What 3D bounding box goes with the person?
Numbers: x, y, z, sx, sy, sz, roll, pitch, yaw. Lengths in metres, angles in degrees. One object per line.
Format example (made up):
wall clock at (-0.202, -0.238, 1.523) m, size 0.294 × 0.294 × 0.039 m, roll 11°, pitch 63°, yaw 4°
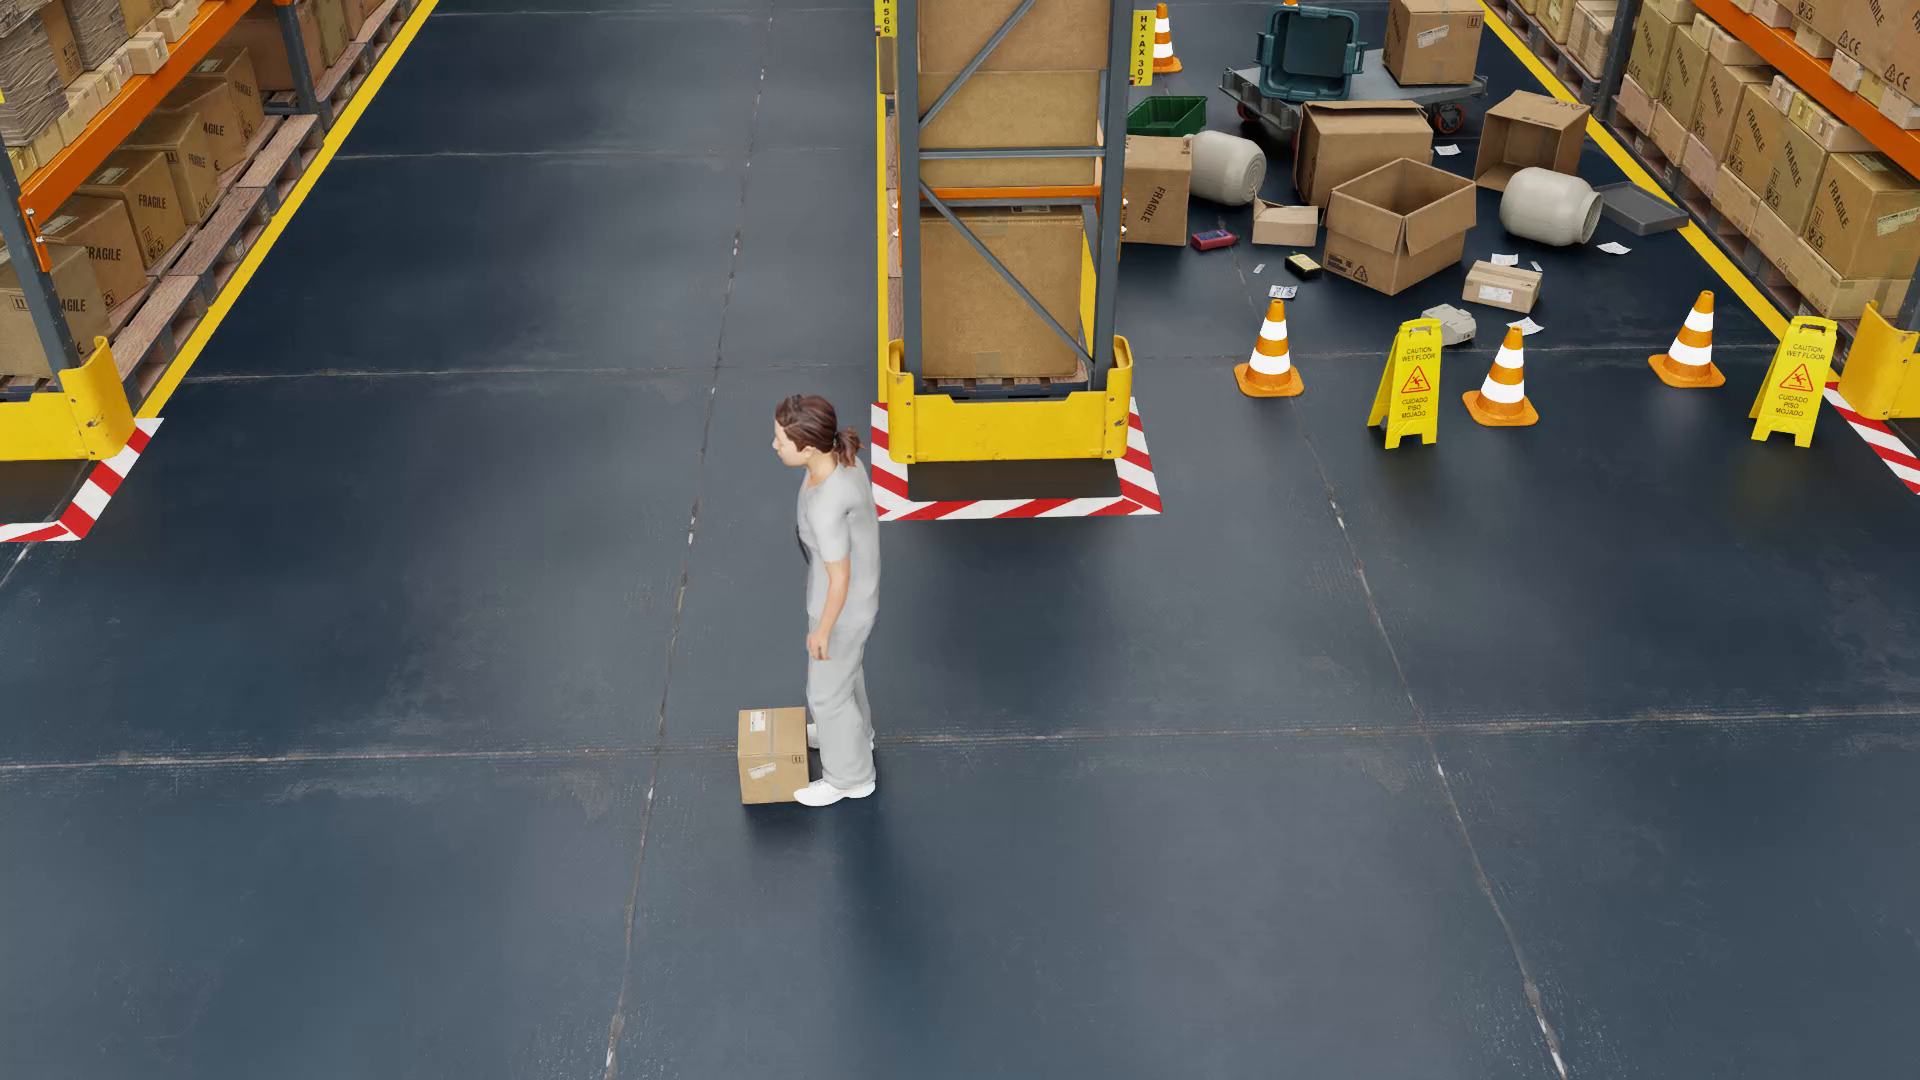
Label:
person at (-0.451, 0.212, 5.848) m, size 0.357 × 1.673 × 0.486 m, roll -1°, pitch 35°, yaw -2°
